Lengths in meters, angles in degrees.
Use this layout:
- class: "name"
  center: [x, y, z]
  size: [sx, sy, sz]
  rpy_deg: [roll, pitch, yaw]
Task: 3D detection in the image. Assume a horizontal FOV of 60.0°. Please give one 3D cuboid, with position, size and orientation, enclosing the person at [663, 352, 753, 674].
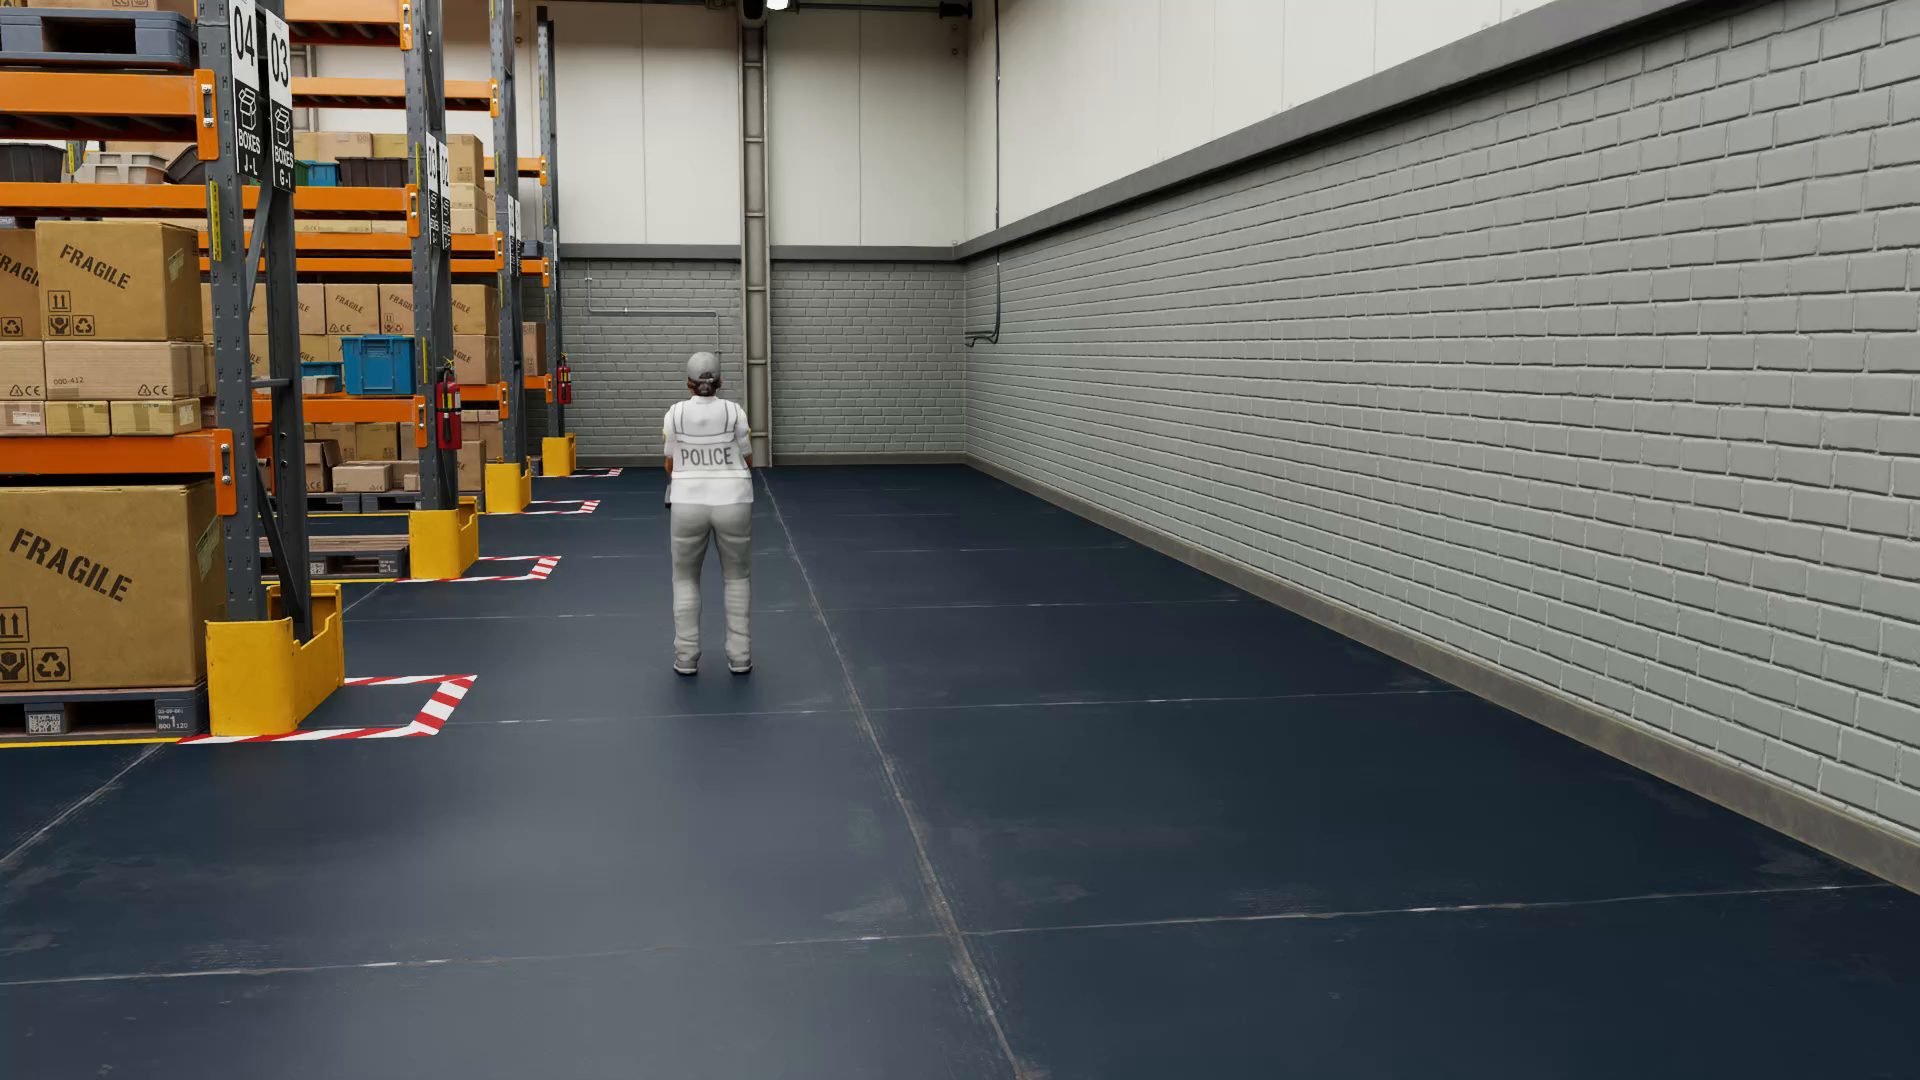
- class: "person"
  center: [-1.301, -0.145, 8.627]
  size: [0.453, 1.653, 0.541]
  rpy_deg: [-1, 7, -9]
